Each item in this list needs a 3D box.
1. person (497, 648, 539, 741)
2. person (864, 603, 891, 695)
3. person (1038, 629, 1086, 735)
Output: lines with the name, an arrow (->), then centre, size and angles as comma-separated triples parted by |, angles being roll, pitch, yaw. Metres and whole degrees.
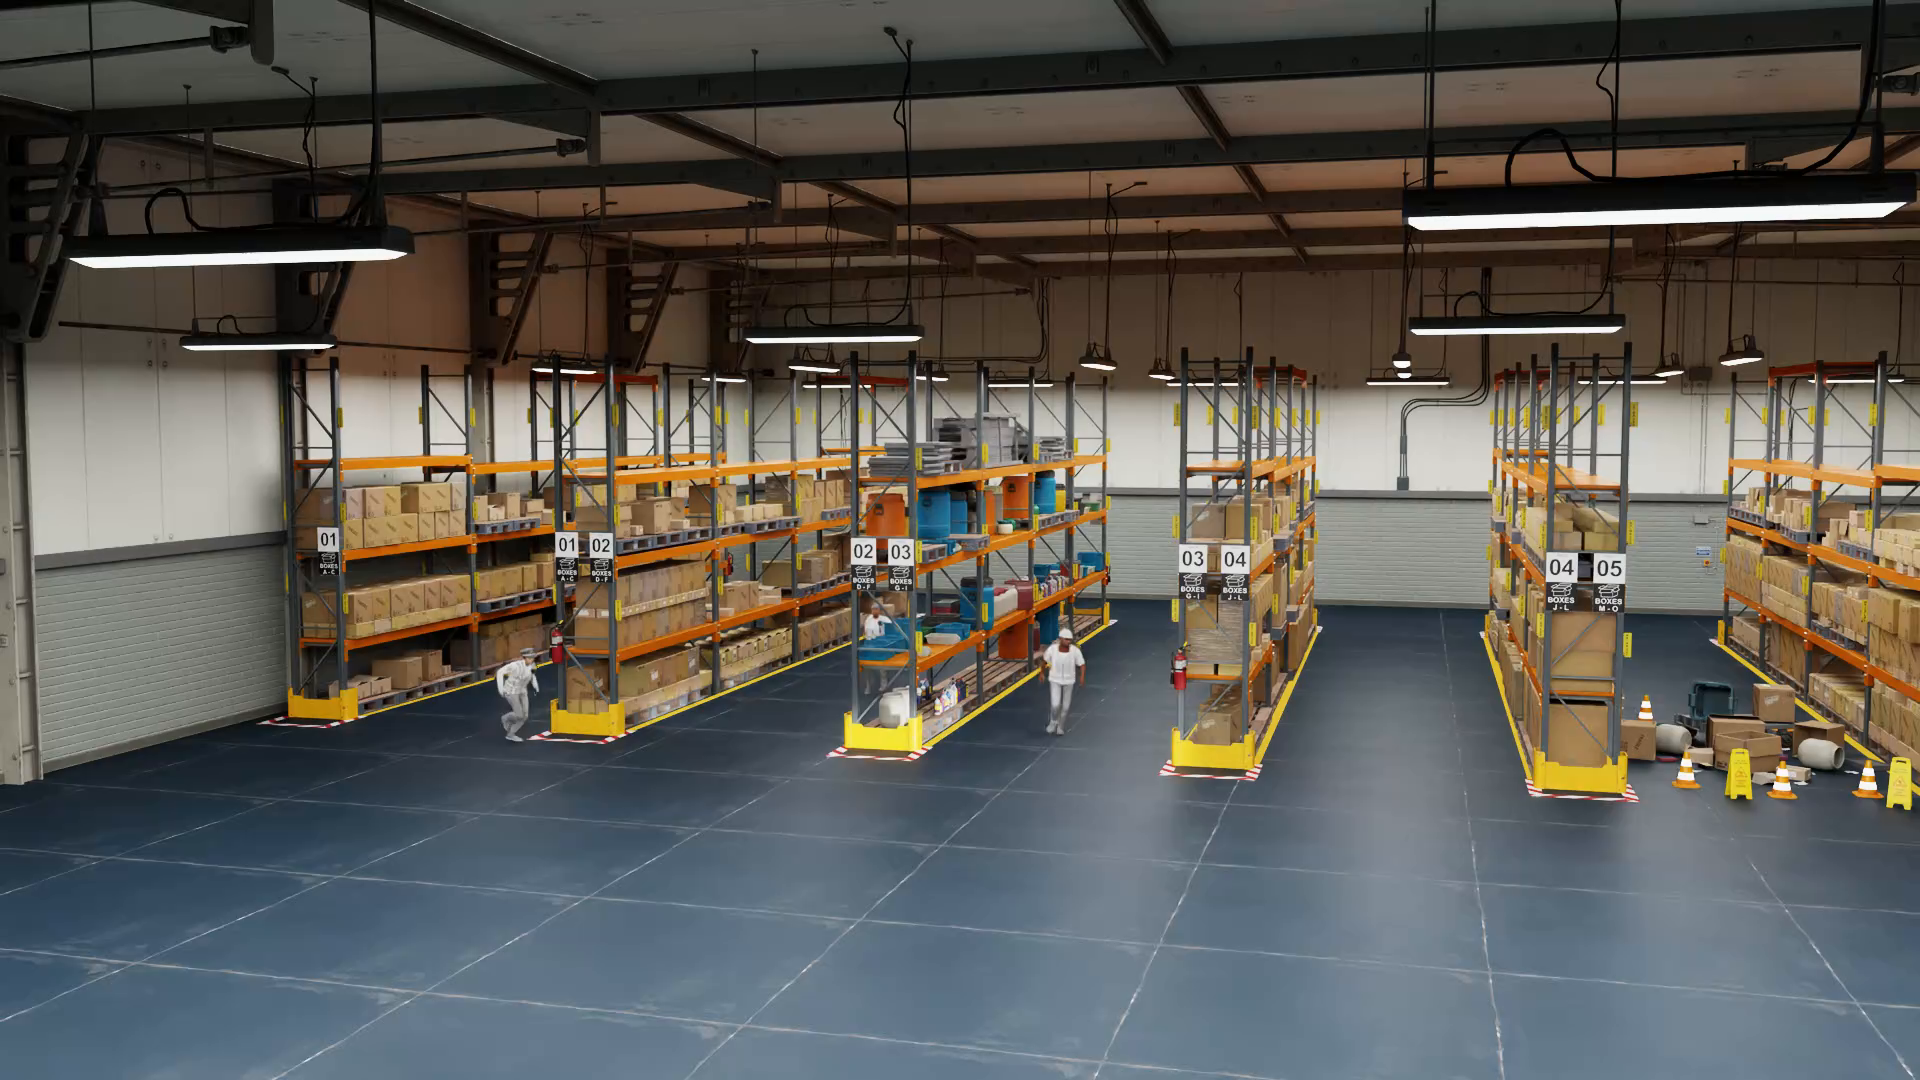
person -> -6.836, 2.390, 25.625 | 0.767, 1.488, 0.644 | 3, 5, 39
person -> -1.491, 1.975, 30.111 | 0.609, 1.702, 0.716 | 1, 4, 16
person -> 1.614, 2.225, 25.968 | 0.696, 1.703, 0.802 | 0, 4, -4
